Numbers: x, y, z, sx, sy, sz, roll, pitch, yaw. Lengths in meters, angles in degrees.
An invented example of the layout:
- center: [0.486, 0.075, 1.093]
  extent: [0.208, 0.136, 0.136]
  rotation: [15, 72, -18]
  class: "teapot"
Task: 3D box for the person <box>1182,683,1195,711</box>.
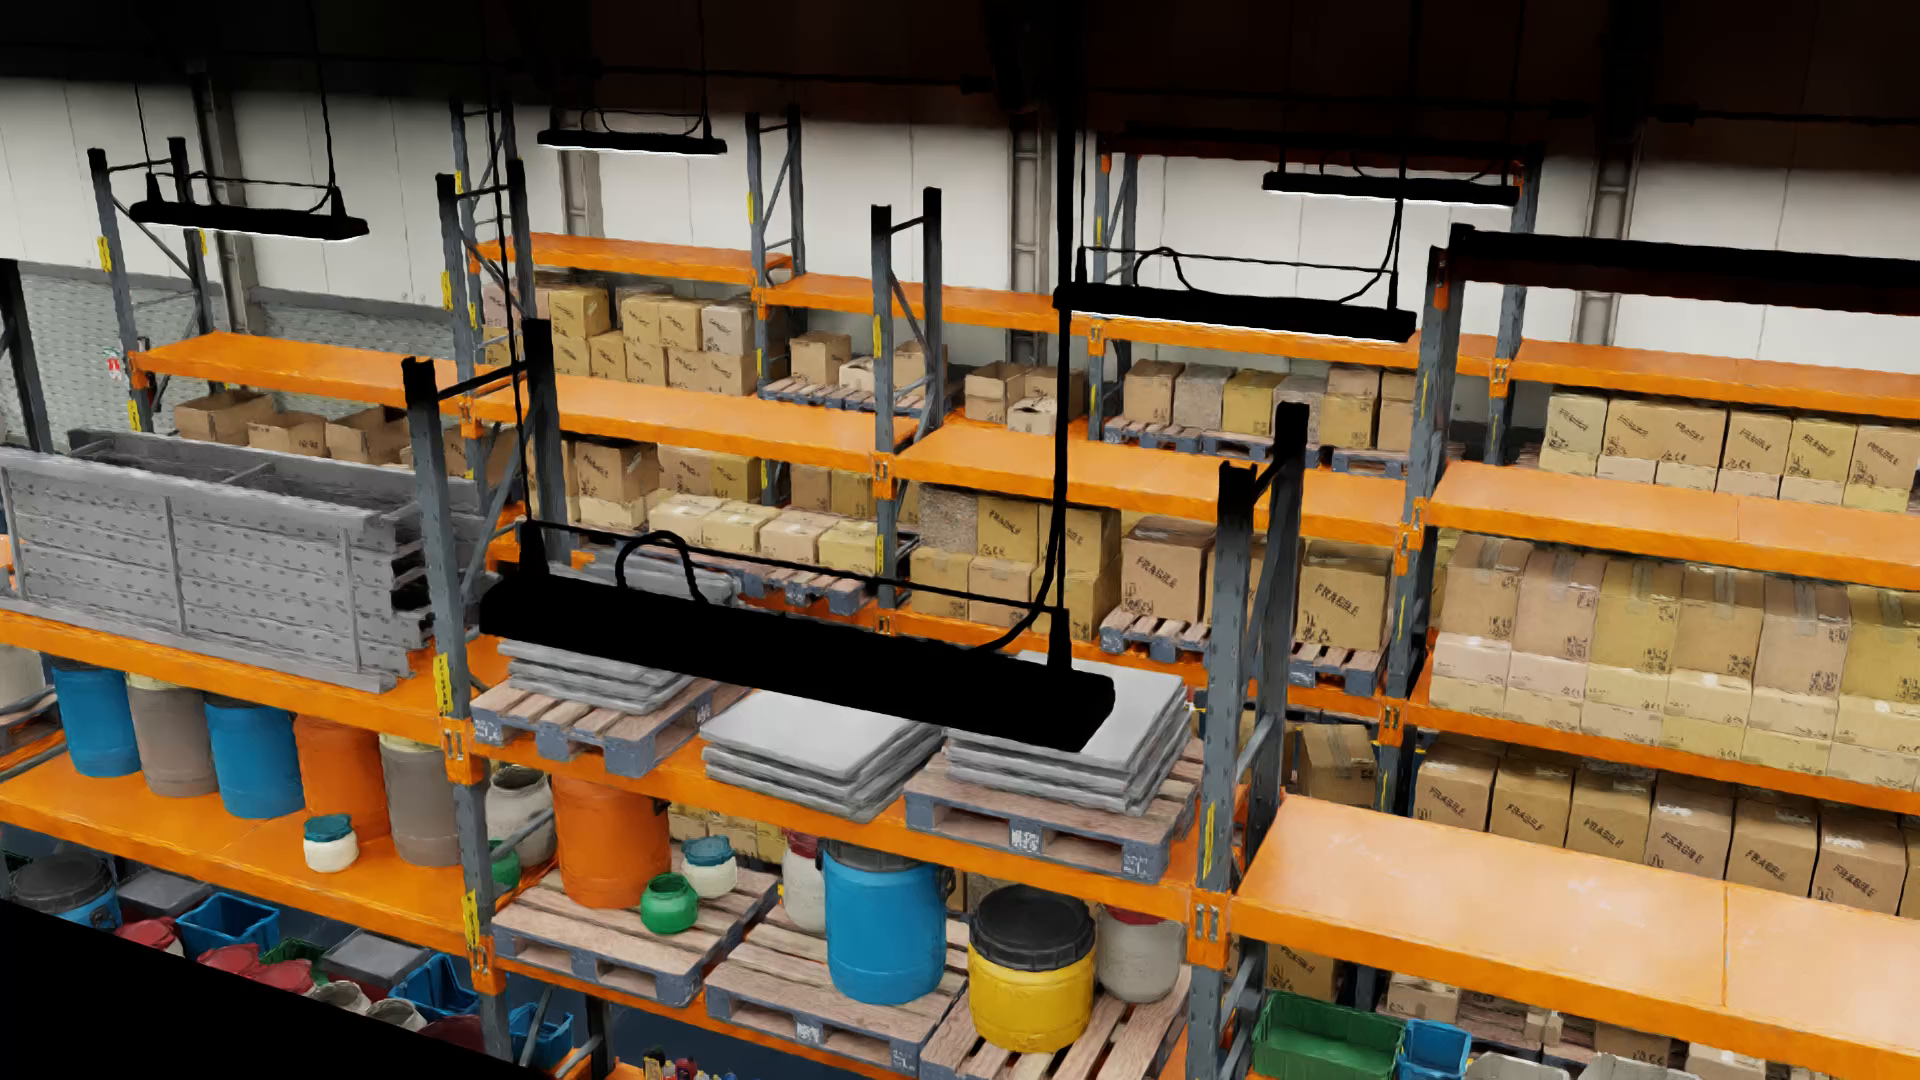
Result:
- center: [1.962, 1.577, 15.954]
  extent: [0.598, 1.786, 0.444]
  rotation: [-1, 21, -2]
  class: "person"
